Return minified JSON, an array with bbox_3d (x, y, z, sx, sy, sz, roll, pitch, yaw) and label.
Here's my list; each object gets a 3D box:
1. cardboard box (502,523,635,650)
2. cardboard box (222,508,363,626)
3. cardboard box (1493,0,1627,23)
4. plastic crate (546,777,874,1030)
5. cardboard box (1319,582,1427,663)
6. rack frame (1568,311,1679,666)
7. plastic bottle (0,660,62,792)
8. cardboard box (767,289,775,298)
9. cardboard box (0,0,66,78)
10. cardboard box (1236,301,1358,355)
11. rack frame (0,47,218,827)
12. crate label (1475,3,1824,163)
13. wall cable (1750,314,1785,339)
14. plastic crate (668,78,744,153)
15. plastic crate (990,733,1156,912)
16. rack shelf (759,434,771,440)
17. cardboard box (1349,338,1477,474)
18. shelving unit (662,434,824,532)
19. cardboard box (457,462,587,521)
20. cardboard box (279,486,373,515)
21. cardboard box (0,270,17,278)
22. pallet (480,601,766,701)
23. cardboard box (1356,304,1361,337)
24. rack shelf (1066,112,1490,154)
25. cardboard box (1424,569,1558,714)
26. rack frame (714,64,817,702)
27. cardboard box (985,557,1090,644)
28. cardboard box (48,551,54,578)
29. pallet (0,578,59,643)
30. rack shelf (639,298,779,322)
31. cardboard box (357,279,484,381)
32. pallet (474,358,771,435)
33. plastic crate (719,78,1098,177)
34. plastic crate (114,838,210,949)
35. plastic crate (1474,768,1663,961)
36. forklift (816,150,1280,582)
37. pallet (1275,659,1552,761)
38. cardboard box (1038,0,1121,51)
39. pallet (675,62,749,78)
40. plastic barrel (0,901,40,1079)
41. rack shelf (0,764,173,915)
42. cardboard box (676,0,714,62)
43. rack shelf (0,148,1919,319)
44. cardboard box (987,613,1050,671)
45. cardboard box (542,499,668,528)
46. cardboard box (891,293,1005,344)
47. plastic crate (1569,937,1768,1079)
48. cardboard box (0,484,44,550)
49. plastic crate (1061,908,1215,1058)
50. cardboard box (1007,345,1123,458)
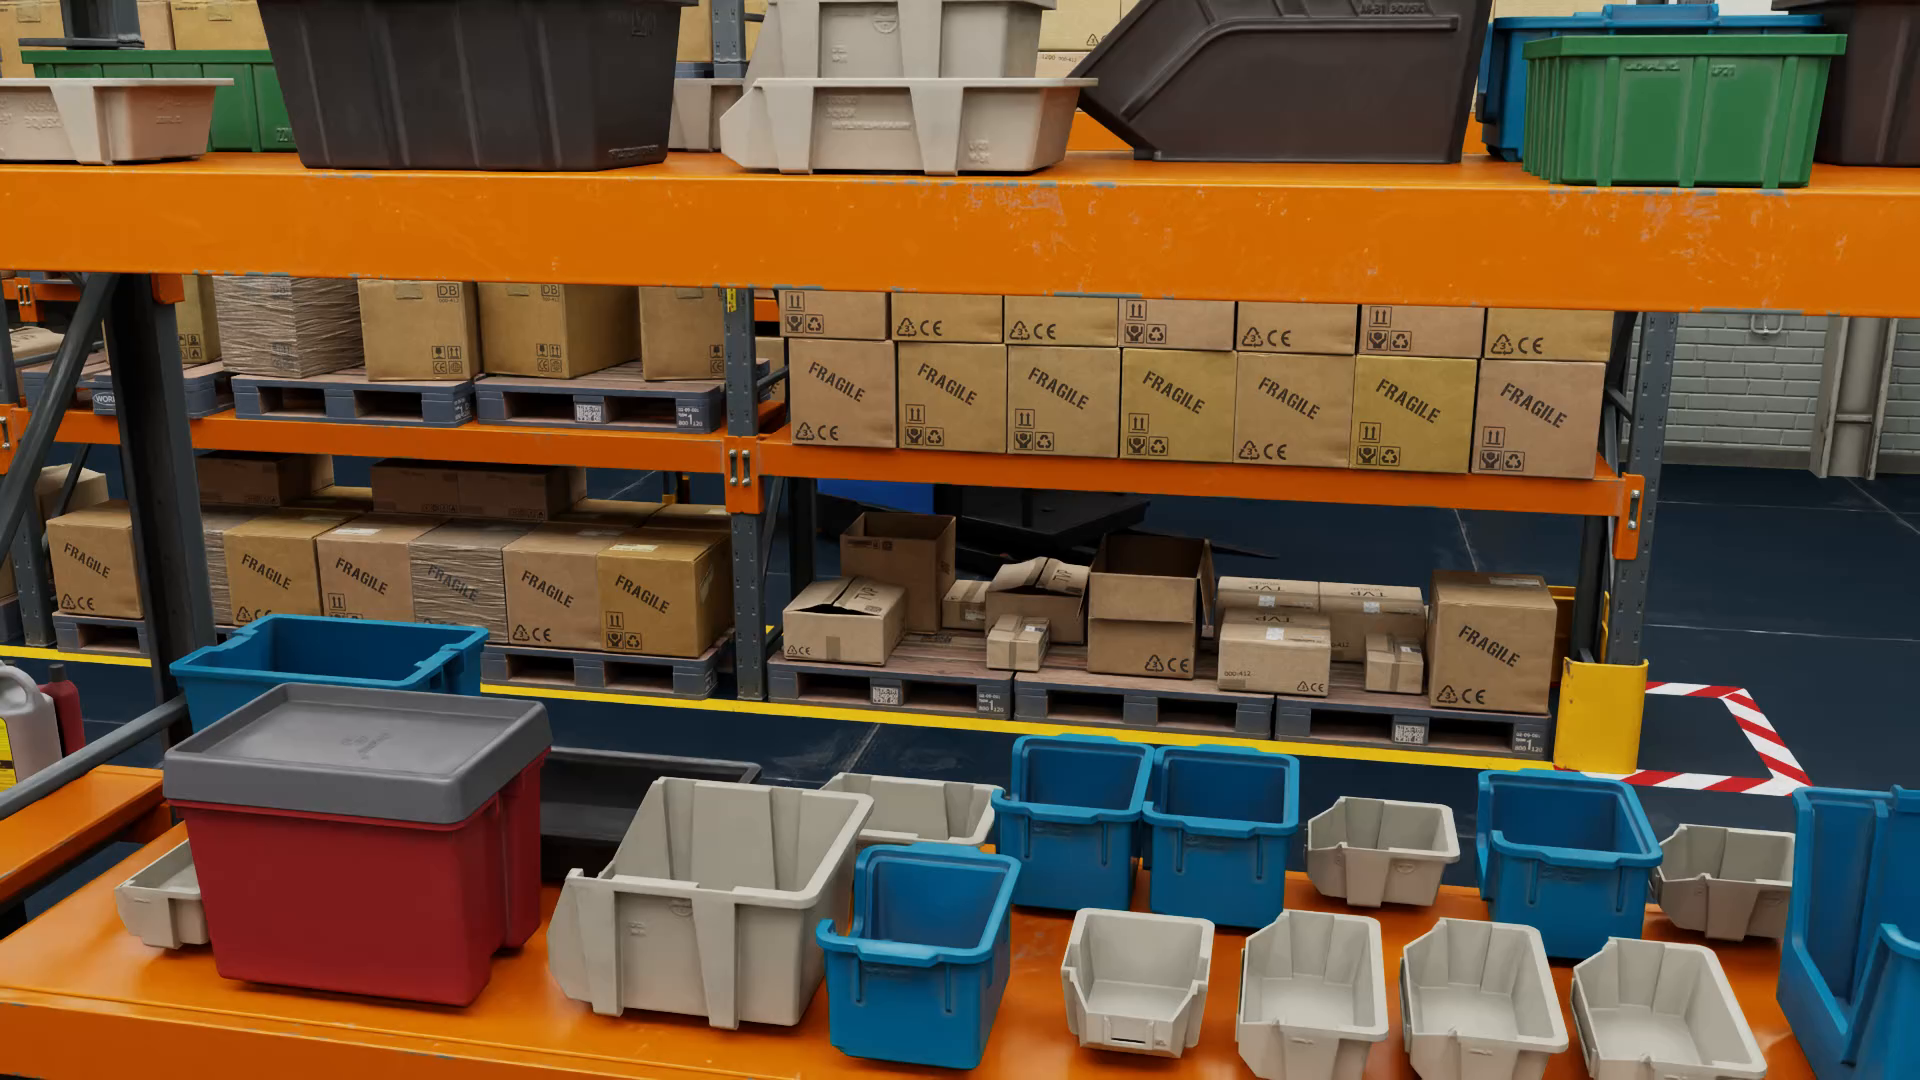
[{"bbox_3d":[-1.954,0.227,8.411,0.500,0.500,0.500,3,16,11],"label":"cardboard box"},{"bbox_3d":[-3.457,0.148,8.698,0.500,0.500,0.500,3,16,10],"label":"cardboard box"},{"bbox_3d":[2.435,-2.148,6.851,0.500,0.250,0.500,3,16,11],"label":"cardboard box"},{"bbox_3d":[-0.462,0.668,3.072,0.530,0.282,0.437,3,16,11],"label":"plastic crate"},{"bbox_3d":[2.023,0.411,8.217,0.500,0.250,0.500,3,16,11],"label":"cardboard box"},{"bbox_3d":[2.989,-0.573,7.441,0.127,3.000,1.000,3,16,11],"label":"rack frame"},{"bbox_3d":[-2.241,0.428,3.920,0.185,0.351,0.144,3,16,11],"label":"plastic bottle"},{"bbox_3d":[-1.328,-1.976,12.939,0.250,0.149,0.380,3,16,11],"label":"cardboard box"},{"bbox_3d":[-4.416,-2.478,8.511,0.500,0.500,0.910,3,16,11],"label":"cardboard box"},{"bbox_3d":[1.494,-1.108,7.311,0.500,0.500,0.500,4,16,13],"label":"cardboard box"},{"bbox_3d":[-1.921,0.510,3.532,0.127,3.000,1.000,3,16,11],"label":"rack frame"},{"bbox_3d":[1.159,-0.785,2.865,0.502,0.251,0.408,3,16,11],"label":"crate label"},{"bbox_3d":[5.416,-2.538,12.631,1.851,1.984,0.084,3,16,11],"label":"wall cable"},{"bbox_3d":[-0.599,-0.840,3.282,0.466,0.136,0.293,3,16,11],"label":"plastic crate"},{"bbox_3d":[0.238,0.589,3.447,0.300,0.233,0.416,3,16,11],"label":"plastic crate"},{"bbox_3d":[-1.461,-0.683,11.322,1.000,0.185,0.538,0,15,1],"label":"rack shelf"},{"bbox_3d":[1.987,-0.600,7.353,0.500,0.500,0.500,3,16,12],"label":"cardboard box"},{"bbox_3d":[-1.452,-0.857,11.274,1.083,1.500,0.587,0,15,1],"label":"shelving unit"},{"bbox_3d":[-2.336,-0.297,8.899,0.500,0.250,0.500,3,16,11],"label":"cardboard box"},{"bbox_3d":[-3.380,0.010,9.194,0.500,0.500,0.500,3,16,9],"label":"cardboard box"},{"bbox_3d":[-8.311,-2.390,14.246,0.500,0.250,0.500,3,16,11],"label":"cardboard box"},{"bbox_3d":[-1.735,0.525,8.702,1.213,0.211,1.003,3,16,11],"label":"pallet"},{"bbox_3d":[2.093,-1.221,7.721,0.500,0.500,0.500,3,16,12],"label":"cardboard box"},{"bbox_3d":[1.029,-1.778,7.520,4.000,0.370,1.077,3,16,11],"label":"rack shelf"},{"bbox_3d":[2.407,0.455,7.587,0.500,0.500,0.500,3,16,11],"label":"cardboard box"},{"bbox_3d":[-0.931,-0.786,8.209,0.127,3.000,1.000,3,16,11],"label":"rack frame"},{"bbox_3d":[0.419,0.294,8.523,0.500,0.311,0.500,3,16,11],"label":"cardboard box"},{"bbox_3d":[-5.305,0.020,9.666,0.500,0.250,0.500,3,16,11],"label":"cardboard box"},{"bbox_3d":[-5.649,0.292,9.544,1.213,0.211,1.003,3,16,11],"label":"pallet"},{"bbox_3d":[-1.907,-1.841,13.368,4.000,0.370,1.077,3,16,11],"label":"rack shelf"},{"bbox_3d":[-2.674,-1.114,8.420,0.500,0.500,0.700,-1,16,-3],"label":"cardboard box"},{"bbox_3d":[-1.692,-0.764,8.491,1.213,0.211,1.003,3,16,11],"label":"pallet"},{"bbox_3d":[-0.076,-0.641,2.561,0.530,0.136,0.437,3,16,11],"label":"plastic crate"},{"bbox_3d":[-1.494,0.670,3.334,0.243,0.136,0.396,3,16,11],"label":"plastic crate"},{"bbox_3d":[1.177,0.640,3.263,0.300,0.233,0.416,3,16,11],"label":"plastic crate"},{"bbox_3d":[0.507,-1.291,10.162,3.031,2.935,1.130,12,20,37],"label":"forklift"},{"bbox_3d":[2.133,0.725,7.980,1.213,0.211,1.003,3,16,11],"label":"pallet"},{"bbox_3d":[0.474,-2.253,7.232,0.500,0.250,0.500,3,16,11],"label":"cardboard box"},{"bbox_3d":[-1.556,-2.194,8.025,1.003,0.211,1.213,3,16,11],"label":"pallet"},{"bbox_3d":[-2.451,1.286,3.876,0.708,0.901,0.600,3,16,11],"label":"plastic barrel"},{"bbox_3d":[-3.881,0.750,4.012,4.000,0.370,1.077,3,16,11],"label":"rack shelf"},{"bbox_3d":[-1.409,-2.576,7.892,0.600,0.600,0.600,2,16,6],"label":"cardboard box"},{"bbox_3d":[0.039,-0.482,2.843,4.000,0.370,1.077,3,16,11],"label":"rack shelf"},{"bbox_3d":[0.287,0.490,8.087,0.250,0.166,0.380,3,16,11],"label":"cardboard box"},{"bbox_3d":[-1.881,0.092,8.899,0.500,0.500,0.500,3,16,12],"label":"cardboard box"},{"bbox_3d":[-0.019,-1.190,7.607,0.500,0.500,0.500,3,16,9],"label":"cardboard box"},{"bbox_3d":[1.163,0.825,2.776,0.243,0.136,0.396,3,16,11],"label":"plastic crate"},{"bbox_3d":[-5.413,-0.109,9.081,0.500,0.311,0.500,4,16,13],"label":"cardboard box"},{"bbox_3d":[0.311,0.786,2.915,0.250,0.136,0.298,3,16,11],"label":"plastic crate"},{"bbox_3d":[0.507,-0.682,7.647,0.500,0.500,0.500,3,16,11],"label":"cardboard box"}]
